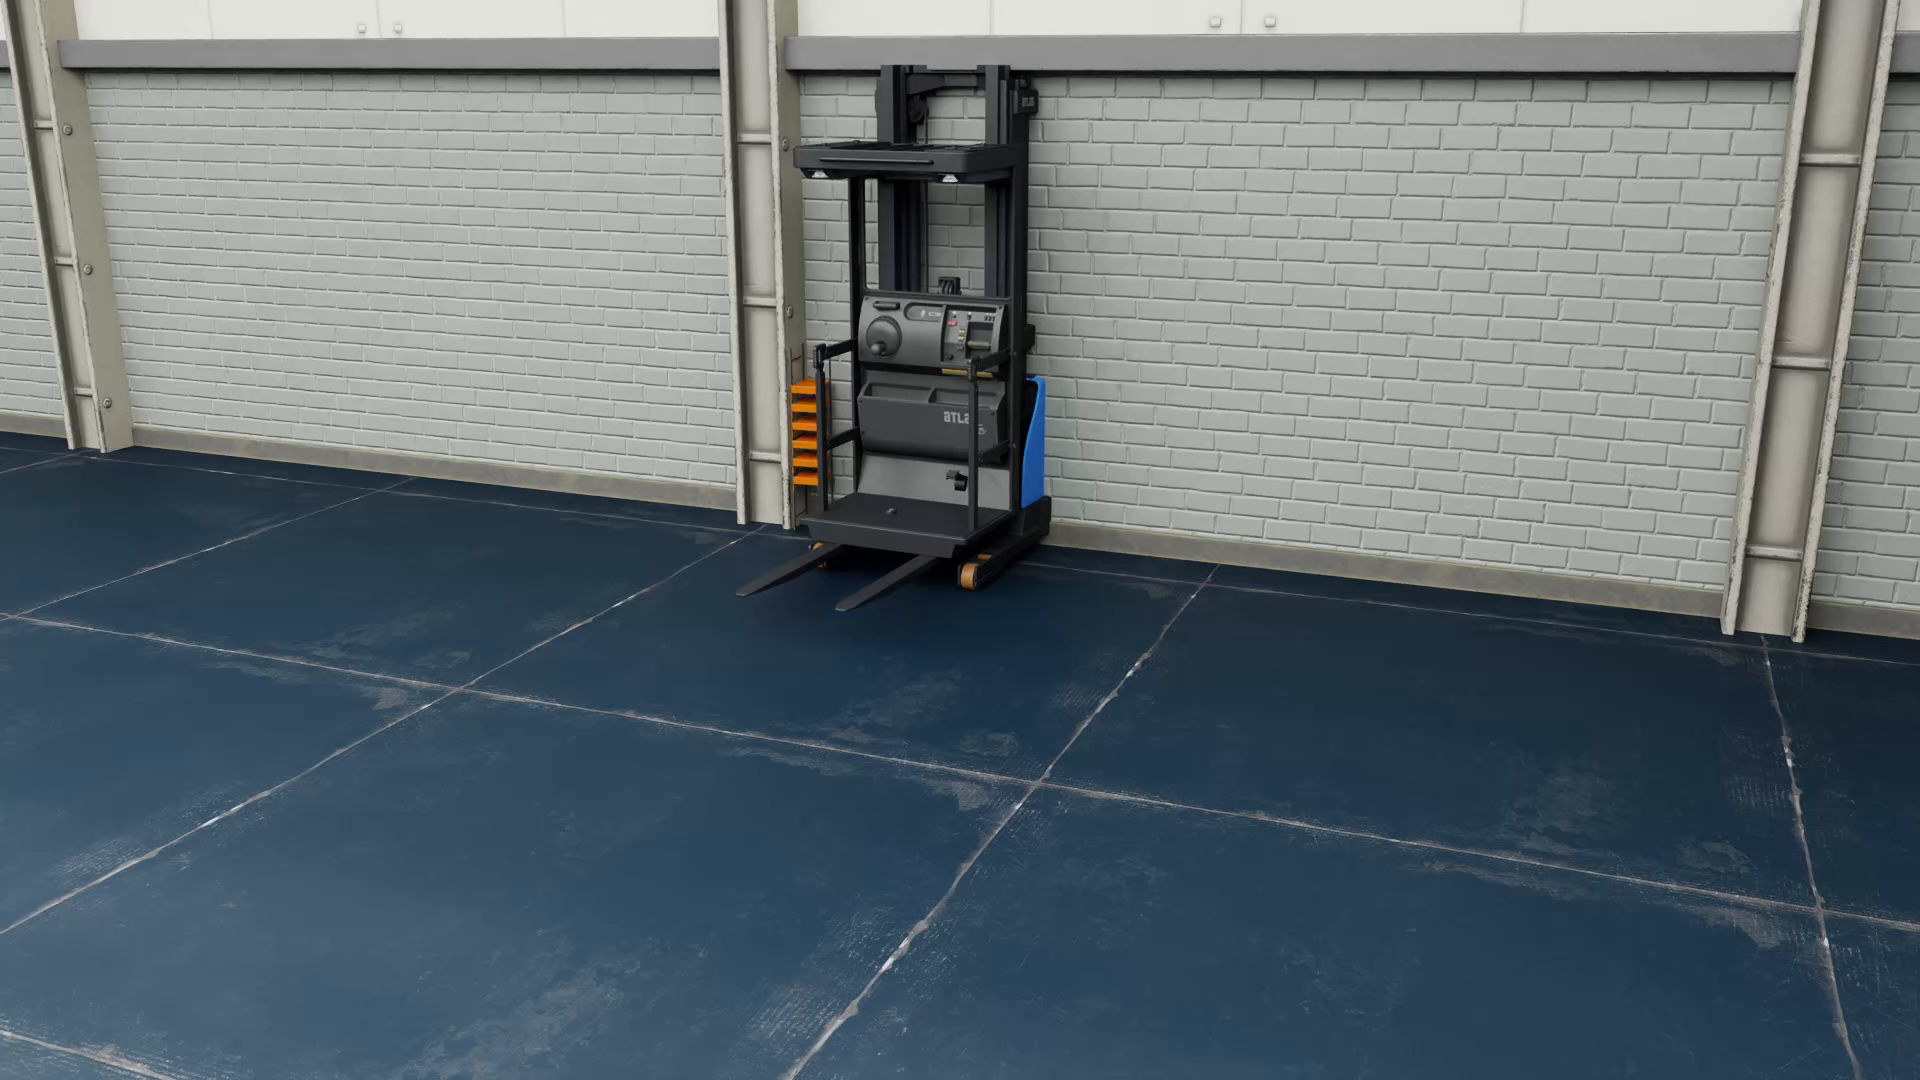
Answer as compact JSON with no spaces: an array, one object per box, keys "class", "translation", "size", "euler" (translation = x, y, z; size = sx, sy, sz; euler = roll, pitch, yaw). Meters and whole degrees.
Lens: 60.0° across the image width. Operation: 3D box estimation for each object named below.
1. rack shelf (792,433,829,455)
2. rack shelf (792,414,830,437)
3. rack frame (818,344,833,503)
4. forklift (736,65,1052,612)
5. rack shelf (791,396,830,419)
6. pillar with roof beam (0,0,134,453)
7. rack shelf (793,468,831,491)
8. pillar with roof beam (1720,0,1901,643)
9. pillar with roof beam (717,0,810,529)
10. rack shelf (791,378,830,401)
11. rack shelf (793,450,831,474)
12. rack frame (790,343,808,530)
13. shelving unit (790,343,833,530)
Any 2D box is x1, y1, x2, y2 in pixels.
[{"class":"rack shelf","translation":[-0.961,-0.621,10.819],"size":[0.180,0.103,0.258],"euler":[5,17,15]},{"class":"rack shelf","translation":[-0.961,-0.736,10.785],"size":[0.180,0.103,0.258],"euler":[5,17,15]},{"class":"rack frame","translation":[-0.873,-0.656,10.783],"size":[0.006,1.200,0.240],"euler":[5,17,15]},{"class":"forklift","translation":[-0.262,-1.249,9.720],"size":[1.130,2.935,3.031],"euler":[7,18,24]},{"class":"rack shelf","translation":[-0.960,-0.852,10.752],"size":[0.180,0.103,0.258],"euler":[5,17,15]},{"class":"pillar with roof beam","translation":[-8.402,-3.949,8.136],"size":[0.400,9.000,9.100],"euler":[6,17,21]},{"class":"rack shelf","translation":[-0.962,-0.391,10.886],"size":[0.180,0.103,0.258],"euler":[5,17,15]},{"class":"pillar with roof beam","translation":[2.761,-2.721,3.907],"size":[0.400,9.000,9.100],"euler":[6,17,21]},{"class":"pillar with roof beam","translation":[-2.821,-3.335,6.022],"size":[0.400,9.000,9.100],"euler":[6,17,21]},{"class":"rack shelf","translation":[-0.960,-0.967,10.718],"size":[0.180,0.103,0.258],"euler":[5,17,15]},{"class":"rack shelf","translation":[-0.962,-0.506,10.852],"size":[0.180,0.103,0.258],"euler":[5,17,15]},{"class":"rack frame","translation":[-1.049,-0.671,10.830],"size":[0.006,1.200,0.240],"euler":[5,17,15]},{"class":"shelving unit","translation":[-0.961,-0.664,10.806],"size":[0.189,1.200,0.258],"euler":[5,17,15]}]
